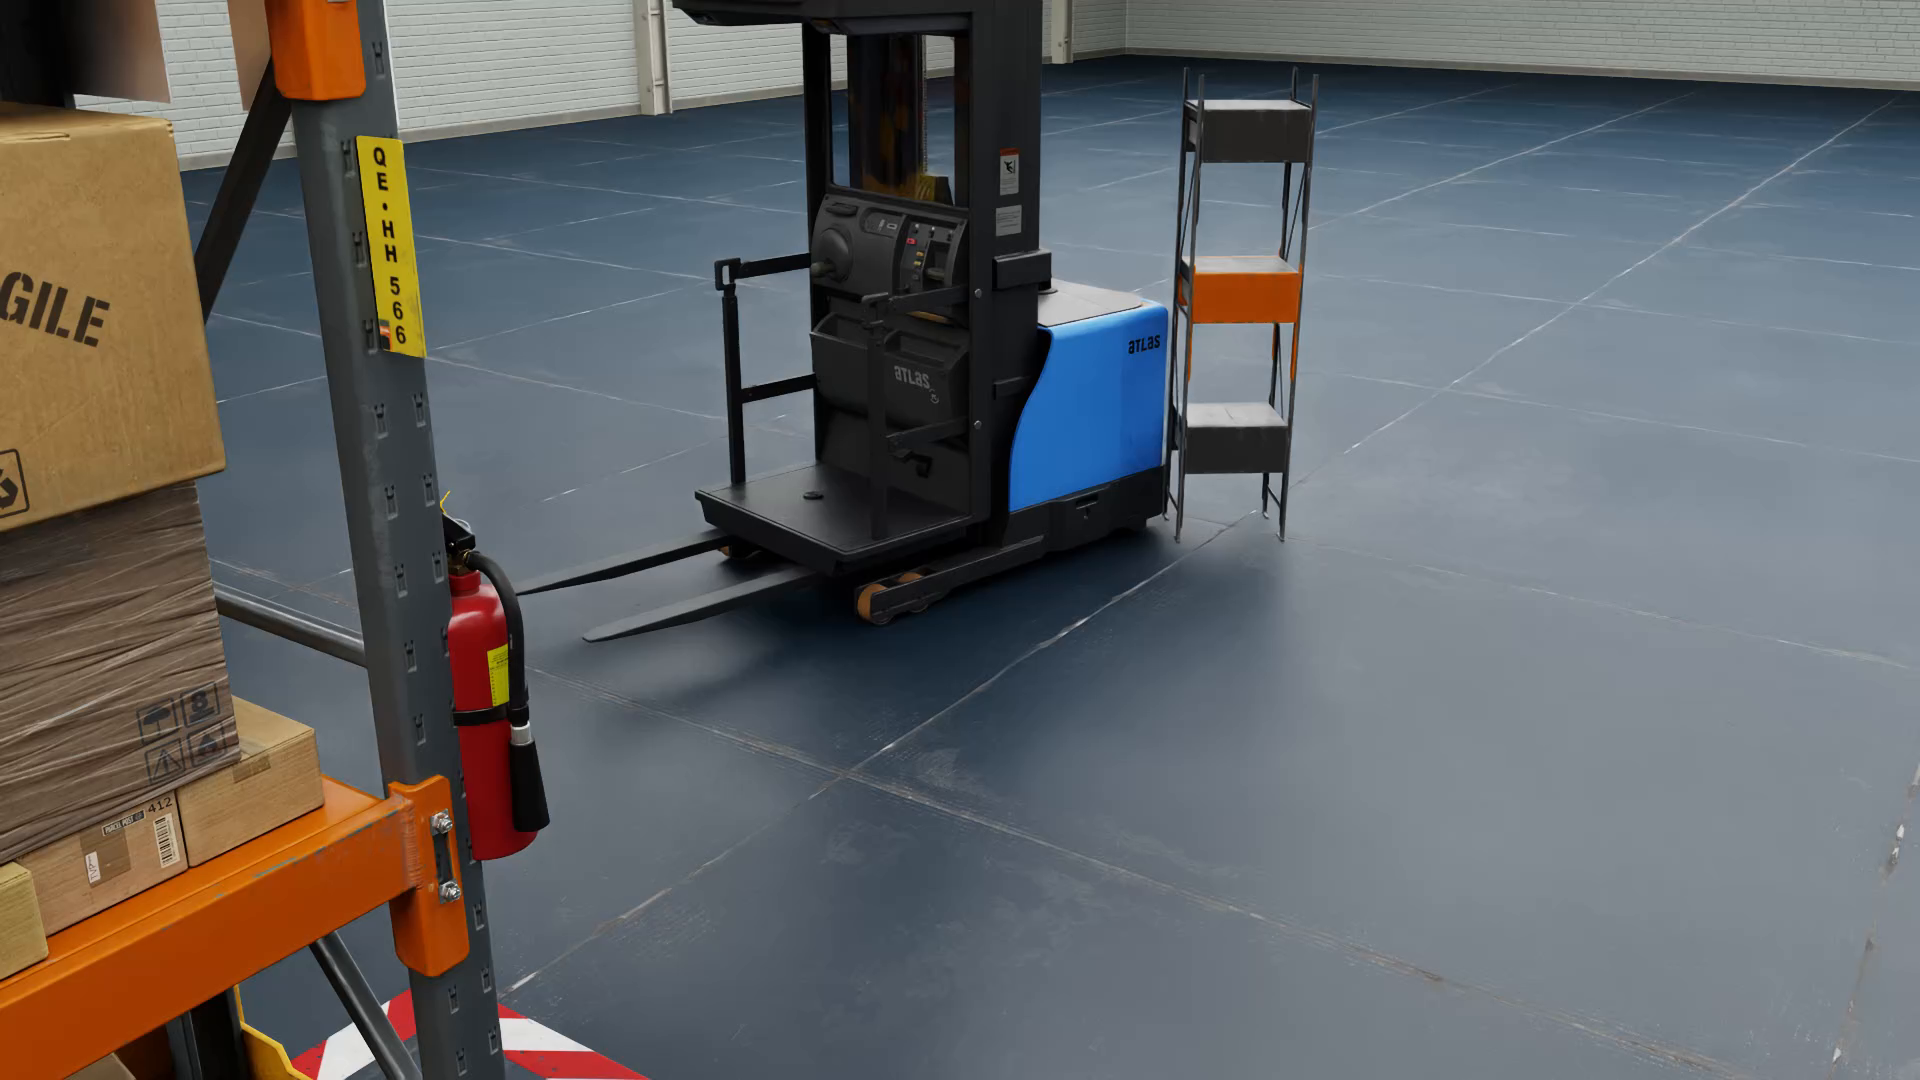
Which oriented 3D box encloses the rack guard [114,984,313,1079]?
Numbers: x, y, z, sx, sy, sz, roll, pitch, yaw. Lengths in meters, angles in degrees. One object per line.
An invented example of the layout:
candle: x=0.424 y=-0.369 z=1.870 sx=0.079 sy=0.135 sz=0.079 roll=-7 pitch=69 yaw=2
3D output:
rack guard: x=-1.347 y=1.332 z=3.444 sx=1.175 sy=0.500 sz=0.348 roll=13 pitch=24 yaw=32

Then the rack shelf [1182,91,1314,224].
rack shelf: x=1.253 y=-1.687 z=7.319 sx=0.480 sy=0.518 sz=0.431 roll=-1 pitch=20 yaw=-3

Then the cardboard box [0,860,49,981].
cardboard box: x=-1.532 y=0.531 z=2.369 sx=0.380 sy=0.149 sz=0.250 roll=13 pitch=24 yaw=32

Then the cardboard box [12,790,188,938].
cardboard box: x=-1.434 y=0.449 z=2.590 sx=0.380 sy=0.149 sz=0.250 roll=13 pitch=24 yaw=32

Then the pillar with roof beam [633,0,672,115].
pillar with roof beam: x=-1.065 y=-9.877 z=21.495 sx=9.100 sy=9.000 sz=0.400 roll=13 pitch=24 yaw=32

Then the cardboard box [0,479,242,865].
cardboard box: x=-1.636 y=0.104 z=2.588 sx=0.875 sy=0.500 sz=0.500 roll=13 pitch=24 yaw=32

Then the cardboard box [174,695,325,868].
cardboard box: x=-1.293 y=0.377 z=2.783 sx=0.380 sy=0.149 sz=0.250 roll=13 pitch=24 yaw=32

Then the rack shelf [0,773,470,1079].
rack shelf: x=-2.428 y=1.049 z=1.643 sx=1.077 sy=0.370 sz=4.000 roll=13 pitch=24 yaw=32

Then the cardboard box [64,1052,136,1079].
cardboard box: x=-1.669 y=1.289 z=2.955 sx=0.500 sy=0.500 sz=0.500 roll=19 pitch=28 yaw=42

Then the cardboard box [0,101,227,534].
cardboard box: x=-1.409 y=-0.312 z=2.270 sx=0.500 sy=0.500 sz=0.500 roll=13 pitch=24 yaw=32

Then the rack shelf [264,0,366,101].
rack shelf: x=-2.428 y=-0.358 z=1.123 sx=1.077 sy=0.370 sz=4.000 roll=13 pitch=24 yaw=32

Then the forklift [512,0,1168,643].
forklift: x=-0.462 y=-1.230 z=6.865 sx=3.031 sy=2.935 sz=1.130 roll=-17 pitch=26 yaw=-39

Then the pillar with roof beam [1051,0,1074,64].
pillar with roof beam: x=5.681 y=-13.320 z=30.803 sx=9.100 sy=9.000 sz=0.400 roll=13 pitch=24 yaw=32

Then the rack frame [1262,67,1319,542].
rack frame: x=1.495 y=-1.047 z=7.569 sx=0.015 sy=2.100 sz=0.400 roll=-1 pitch=20 yaw=-3

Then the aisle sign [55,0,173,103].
aisle sign: x=-1.517 y=-1.158 z=2.825 sx=0.394 sy=0.787 sz=0.004 roll=13 pitch=24 yaw=32

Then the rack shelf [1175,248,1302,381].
rack shelf: x=1.251 y=-1.031 z=7.562 sx=0.480 sy=0.518 sz=0.431 roll=-1 pitch=20 yaw=-3

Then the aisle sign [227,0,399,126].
aisle sign: x=-1.021 y=-1.041 z=2.508 sx=0.394 sy=0.787 sz=0.004 roll=13 pitch=24 yaw=32

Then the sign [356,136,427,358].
sign: x=-0.856 y=-0.440 z=2.506 sx=0.100 sy=0.325 sz=0.005 roll=13 pitch=24 yaw=32

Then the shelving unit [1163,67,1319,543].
shelving unit: x=1.251 y=-1.044 z=7.557 sx=0.503 sy=2.100 sz=0.431 roll=-1 pitch=20 yaw=-3

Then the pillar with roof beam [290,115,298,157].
pillar with roof beam: x=-4.438 y=-8.155 z=16.841 sx=9.100 sy=9.000 sz=0.400 roll=13 pitch=24 yaw=32

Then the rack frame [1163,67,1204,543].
rack frame: x=1.008 y=-1.040 z=7.546 sx=0.015 sy=2.100 sz=0.400 roll=-1 pitch=20 yaw=-3

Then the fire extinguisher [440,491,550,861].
fire extinguisher: x=-0.858 y=0.231 z=2.929 sx=0.296 sy=0.674 sz=0.183 roll=13 pitch=24 yaw=32

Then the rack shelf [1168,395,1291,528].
rack shelf: x=1.249 y=-0.374 z=7.805 sx=0.480 sy=0.518 sz=0.431 roll=-1 pitch=20 yaw=-3
